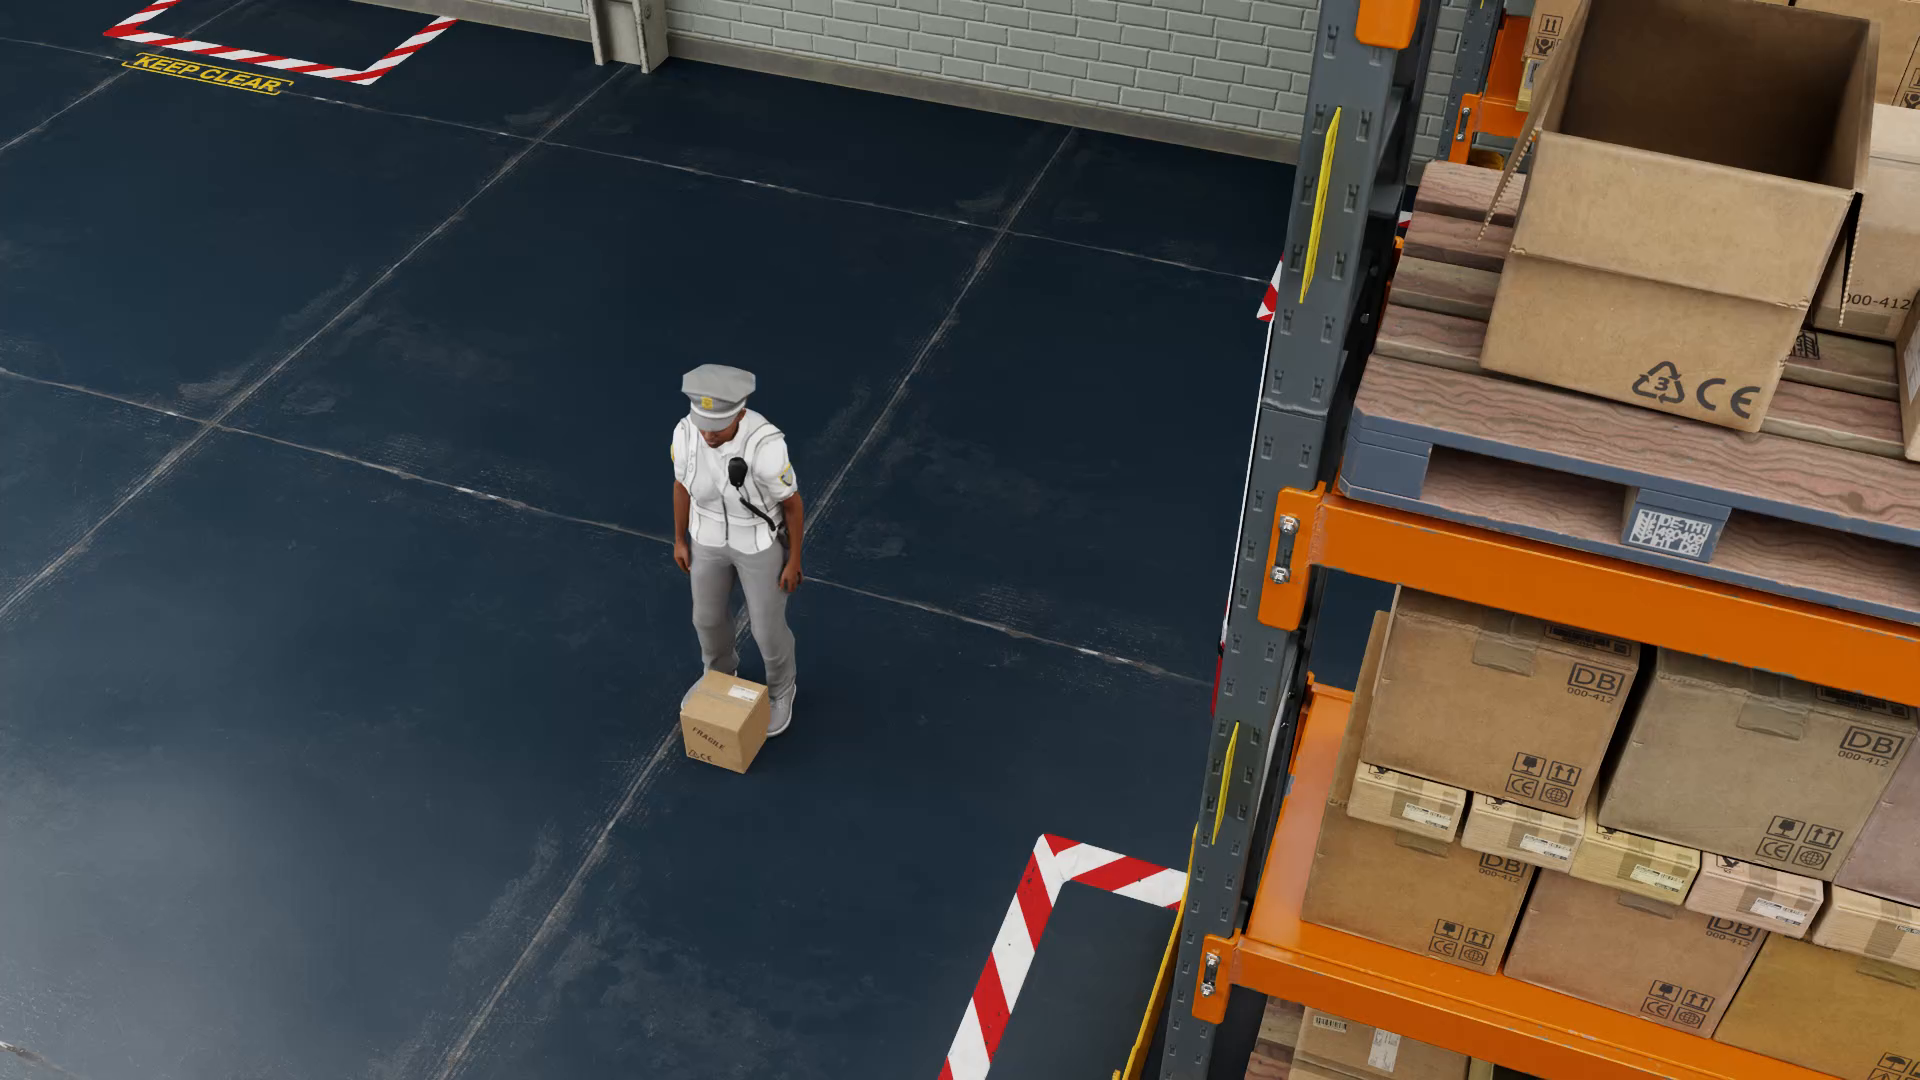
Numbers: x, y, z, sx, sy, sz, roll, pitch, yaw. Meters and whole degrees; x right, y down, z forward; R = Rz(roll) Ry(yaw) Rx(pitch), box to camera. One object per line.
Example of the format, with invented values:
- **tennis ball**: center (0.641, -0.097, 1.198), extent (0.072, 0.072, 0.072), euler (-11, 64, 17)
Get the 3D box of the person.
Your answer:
- **person**: center (-0.828, 0.029, 6.131), extent (0.532, 1.654, 0.395), euler (11, 43, 12)
